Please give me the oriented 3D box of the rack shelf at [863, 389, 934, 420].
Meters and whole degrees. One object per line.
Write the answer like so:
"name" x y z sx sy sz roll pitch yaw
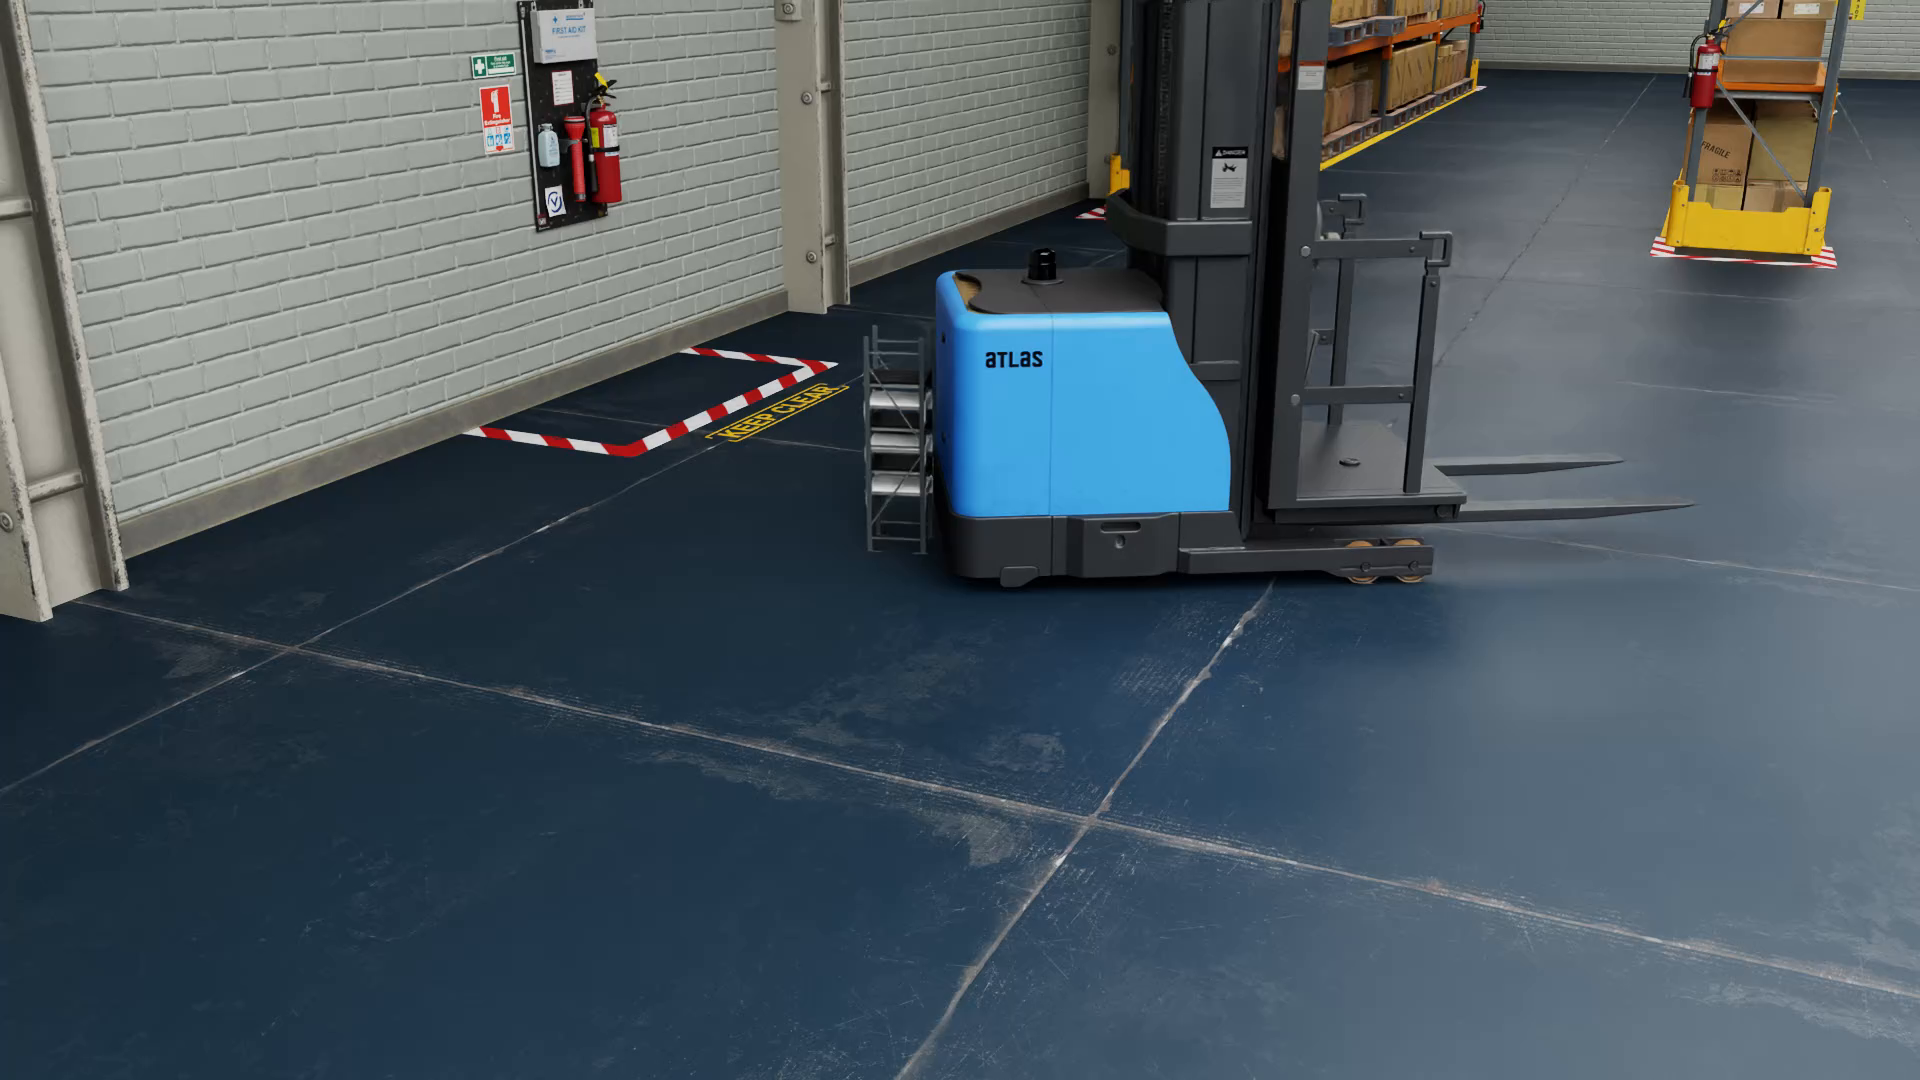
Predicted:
"rack shelf" -0.248 -0.543 6.713 0.258 0.077 0.200 2 20 7

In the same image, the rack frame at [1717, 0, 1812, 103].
"rack frame" 8.133 -5.072 16.755 1.000 3.000 0.127 9 21 23

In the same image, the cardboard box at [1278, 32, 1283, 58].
"cardboard box" 2.877 -4.888 16.431 0.500 0.250 0.500 8 21 22

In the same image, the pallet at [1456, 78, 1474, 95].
"pallet" 8.270 -7.850 28.728 1.003 0.211 1.213 9 21 23

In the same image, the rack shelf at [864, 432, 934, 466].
"rack shelf" -0.248 -0.373 6.774 0.258 0.077 0.200 2 20 7

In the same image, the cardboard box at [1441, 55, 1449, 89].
"cardboard box" 7.496 -7.584 26.922 0.700 0.500 0.500 8 21 22

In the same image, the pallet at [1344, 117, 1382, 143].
"pallet" 4.928 -5.421 21.897 1.003 0.211 1.213 9 21 23

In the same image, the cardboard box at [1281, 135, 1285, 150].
"cardboard box" 3.420 -4.456 18.593 0.380 0.166 0.250 6 20 16

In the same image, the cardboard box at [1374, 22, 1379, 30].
"cardboard box" 5.596 -6.934 22.334 0.380 0.149 0.250 8 21 22

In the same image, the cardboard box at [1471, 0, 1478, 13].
"cardboard box" 8.326 -9.403 28.485 0.980 0.700 0.700 10 22 25

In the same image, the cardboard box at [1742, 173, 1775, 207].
"cardboard box" 7.119 -3.039 14.513 0.500 0.250 0.500 9 21 23

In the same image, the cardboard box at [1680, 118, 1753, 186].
"cardboard box" 6.443 -3.310 14.157 0.500 0.500 0.500 9 21 23

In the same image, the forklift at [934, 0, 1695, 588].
"forklift" 1.433 -1.383 6.484 3.031 2.935 1.130 -2 20 -5

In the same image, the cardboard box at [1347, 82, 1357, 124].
"cardboard box" 4.686 -5.634 21.409 0.700 0.500 0.500 9 21 23

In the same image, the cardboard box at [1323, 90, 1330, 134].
"cardboard box" 4.064 -5.173 20.111 0.700 0.500 0.500 8 21 22

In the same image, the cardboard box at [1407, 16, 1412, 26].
"cardboard box" 6.214 -7.404 23.656 0.380 0.149 0.250 9 21 23

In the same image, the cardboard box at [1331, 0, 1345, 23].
"cardboard box" 4.087 -6.326 19.474 0.700 0.500 0.500 11 22 28

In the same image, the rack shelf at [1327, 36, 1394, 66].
"rack shelf" 4.431 -6.023 20.503 1.077 0.370 4.000 9 21 23

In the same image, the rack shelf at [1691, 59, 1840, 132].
"rack shelf" 7.314 -4.122 15.156 1.077 0.370 4.000 9 21 23

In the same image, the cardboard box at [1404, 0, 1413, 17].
"cardboard box" 5.905 -7.443 22.797 0.500 0.500 0.500 9 22 24

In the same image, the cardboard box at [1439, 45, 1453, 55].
"cardboard box" 7.808 -7.976 27.055 0.380 0.149 0.250 8 21 21

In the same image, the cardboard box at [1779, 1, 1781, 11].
"cardboard box" 7.166 -4.527 14.103 0.380 0.149 0.250 8 21 22

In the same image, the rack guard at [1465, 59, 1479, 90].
"rack guard" 8.536 -8.249 29.417 1.175 0.500 0.348 9 21 23

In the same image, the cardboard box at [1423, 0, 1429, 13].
"cardboard box" 6.515 -7.908 24.105 0.500 0.500 0.500 9 21 23

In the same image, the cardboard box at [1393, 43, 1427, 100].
"cardboard box" 6.379 -6.893 24.455 0.750 0.750 0.750 9 22 24

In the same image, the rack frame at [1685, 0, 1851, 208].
"rack frame" 6.495 -3.850 13.317 1.000 3.000 0.127 9 21 23

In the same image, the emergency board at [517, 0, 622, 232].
"emergency board" -2.032 -2.276 8.893 0.194 1.169 0.643 9 21 23

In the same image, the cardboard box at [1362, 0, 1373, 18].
"cardboard box" 4.862 -6.908 21.112 0.700 0.500 0.500 6 21 18

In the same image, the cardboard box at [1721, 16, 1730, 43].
"cardboard box" 9.228 -6.006 19.514 0.500 0.311 0.500 8 21 22

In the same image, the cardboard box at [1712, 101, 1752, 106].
"cardboard box" 7.248 -3.923 15.882 0.500 0.500 0.500 9 21 23

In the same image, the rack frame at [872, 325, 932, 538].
"rack frame" -0.236 -0.438 6.858 0.240 0.900 0.006 2 20 7

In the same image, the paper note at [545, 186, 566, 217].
"paper note" -2.168 -1.817 8.915 0.016 0.148 0.142 9 21 23

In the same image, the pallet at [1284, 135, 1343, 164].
"pallet" 3.929 -4.675 19.800 1.003 0.211 1.213 9 21 23

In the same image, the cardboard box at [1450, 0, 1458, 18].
"cardboard box" 7.429 -8.724 26.575 0.980 0.700 0.700 8 21 21

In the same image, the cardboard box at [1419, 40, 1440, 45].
"cardboard box" 7.992 -8.428 28.326 0.380 0.149 0.250 9 21 23

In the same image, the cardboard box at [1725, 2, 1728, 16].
"cardboard box" 6.583 -4.425 13.819 0.380 0.149 0.250 9 22 24

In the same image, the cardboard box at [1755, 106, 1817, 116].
"cardboard box" 7.534 -3.697 15.245 0.500 0.500 0.500 9 21 23

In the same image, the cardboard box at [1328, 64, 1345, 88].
"cardboard box" 4.506 -5.806 20.772 0.500 0.250 0.500 8 21 22

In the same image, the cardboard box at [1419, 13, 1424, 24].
"cardboard box" 6.563 -7.637 24.313 0.380 0.149 0.250 9 21 23

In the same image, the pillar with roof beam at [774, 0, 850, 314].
"pillar with roof beam" 2.942 -5.262 8.336 9.100 9.000 0.400 9 21 23

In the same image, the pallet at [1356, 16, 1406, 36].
"pallet" 5.055 -6.651 21.480 1.213 0.211 1.003 9 21 23

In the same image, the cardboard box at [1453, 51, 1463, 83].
"cardboard box" 8.126 -8.059 28.256 0.700 0.500 0.500 8 21 23

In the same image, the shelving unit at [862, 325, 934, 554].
"shelving unit" -0.248 -0.404 6.762 0.258 0.900 0.210 2 20 7

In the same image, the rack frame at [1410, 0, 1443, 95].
"rack frame" 6.888 -8.196 25.540 1.000 3.000 0.127 9 21 23

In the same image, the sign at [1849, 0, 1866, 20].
"sign" 6.999 -4.217 12.939 0.100 0.325 0.005 9 21 23
